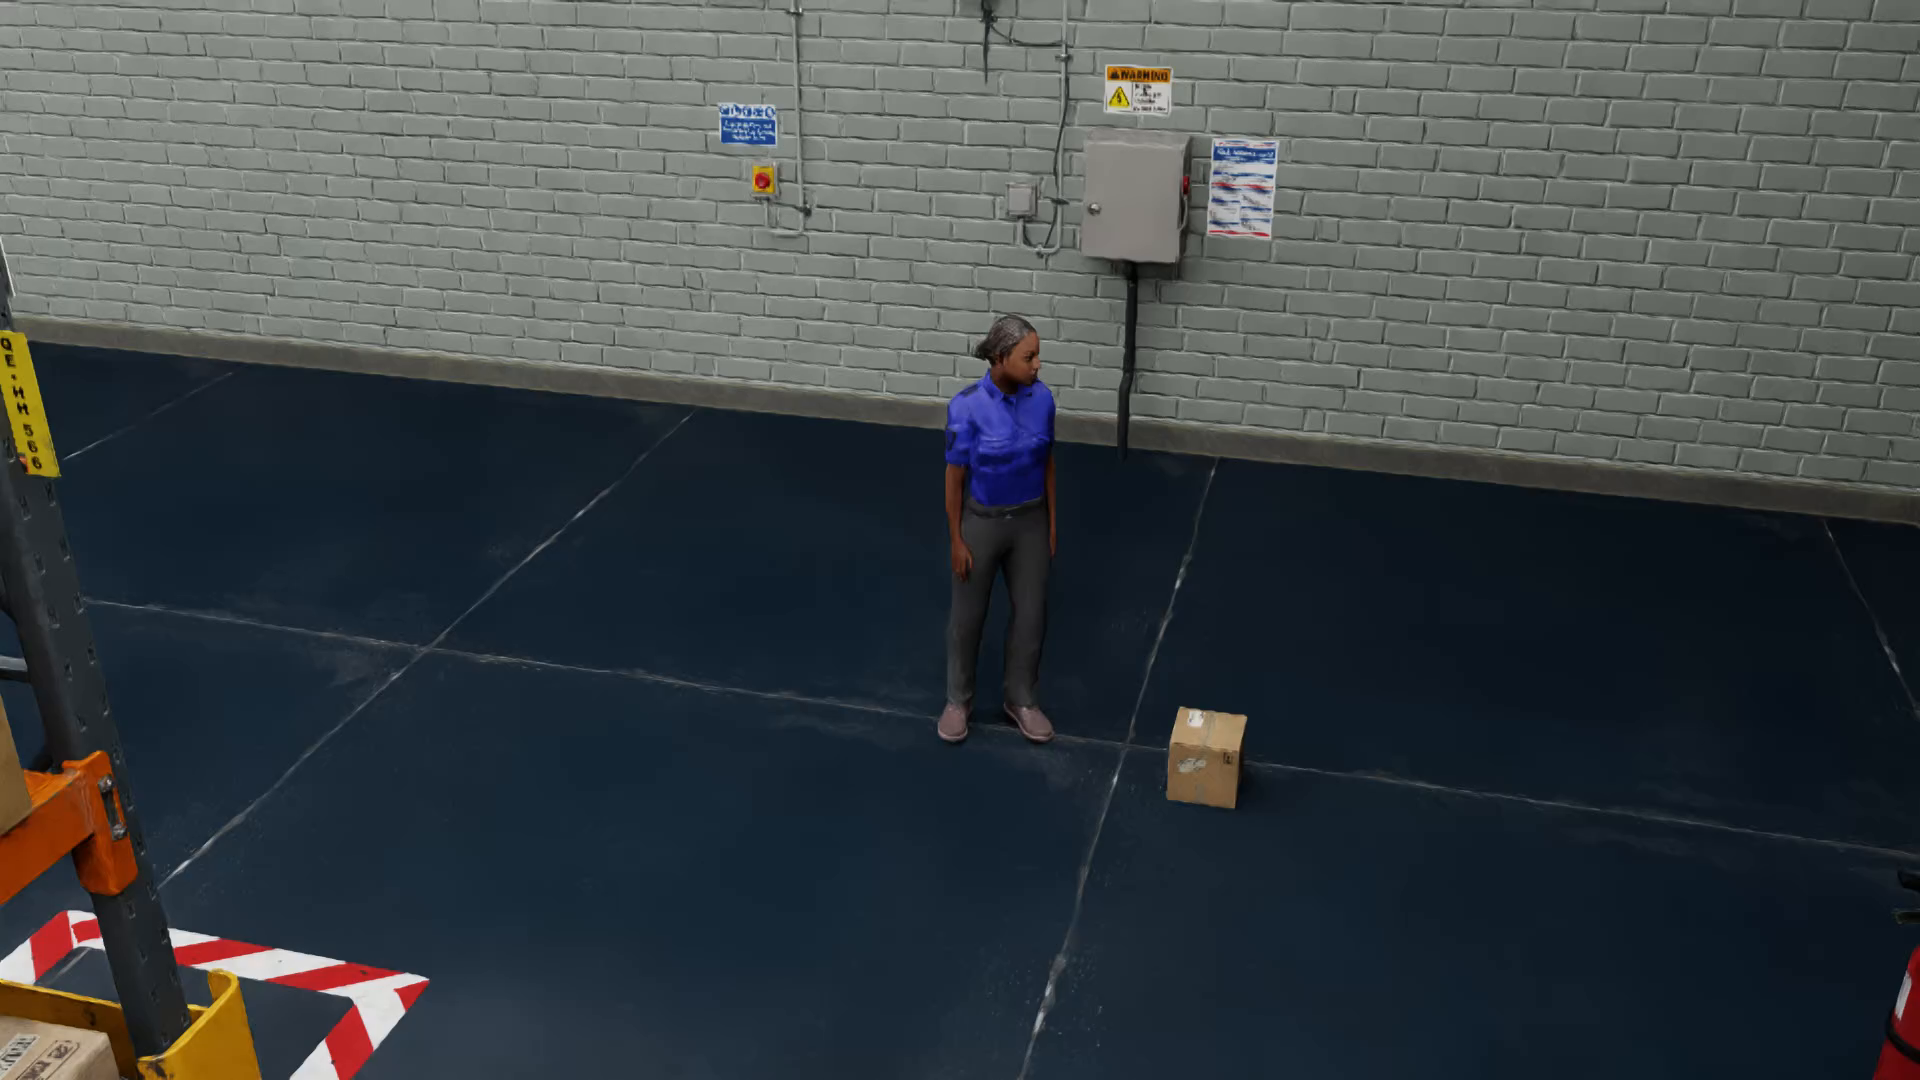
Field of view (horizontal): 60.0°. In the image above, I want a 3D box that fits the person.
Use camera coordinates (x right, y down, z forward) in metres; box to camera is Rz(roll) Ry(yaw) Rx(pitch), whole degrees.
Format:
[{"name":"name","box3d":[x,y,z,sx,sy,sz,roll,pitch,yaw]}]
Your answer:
[{"name":"person","box3d":[0.144,-0.025,6.139,0.500,1.664,0.380,-10,27,-21]}]
